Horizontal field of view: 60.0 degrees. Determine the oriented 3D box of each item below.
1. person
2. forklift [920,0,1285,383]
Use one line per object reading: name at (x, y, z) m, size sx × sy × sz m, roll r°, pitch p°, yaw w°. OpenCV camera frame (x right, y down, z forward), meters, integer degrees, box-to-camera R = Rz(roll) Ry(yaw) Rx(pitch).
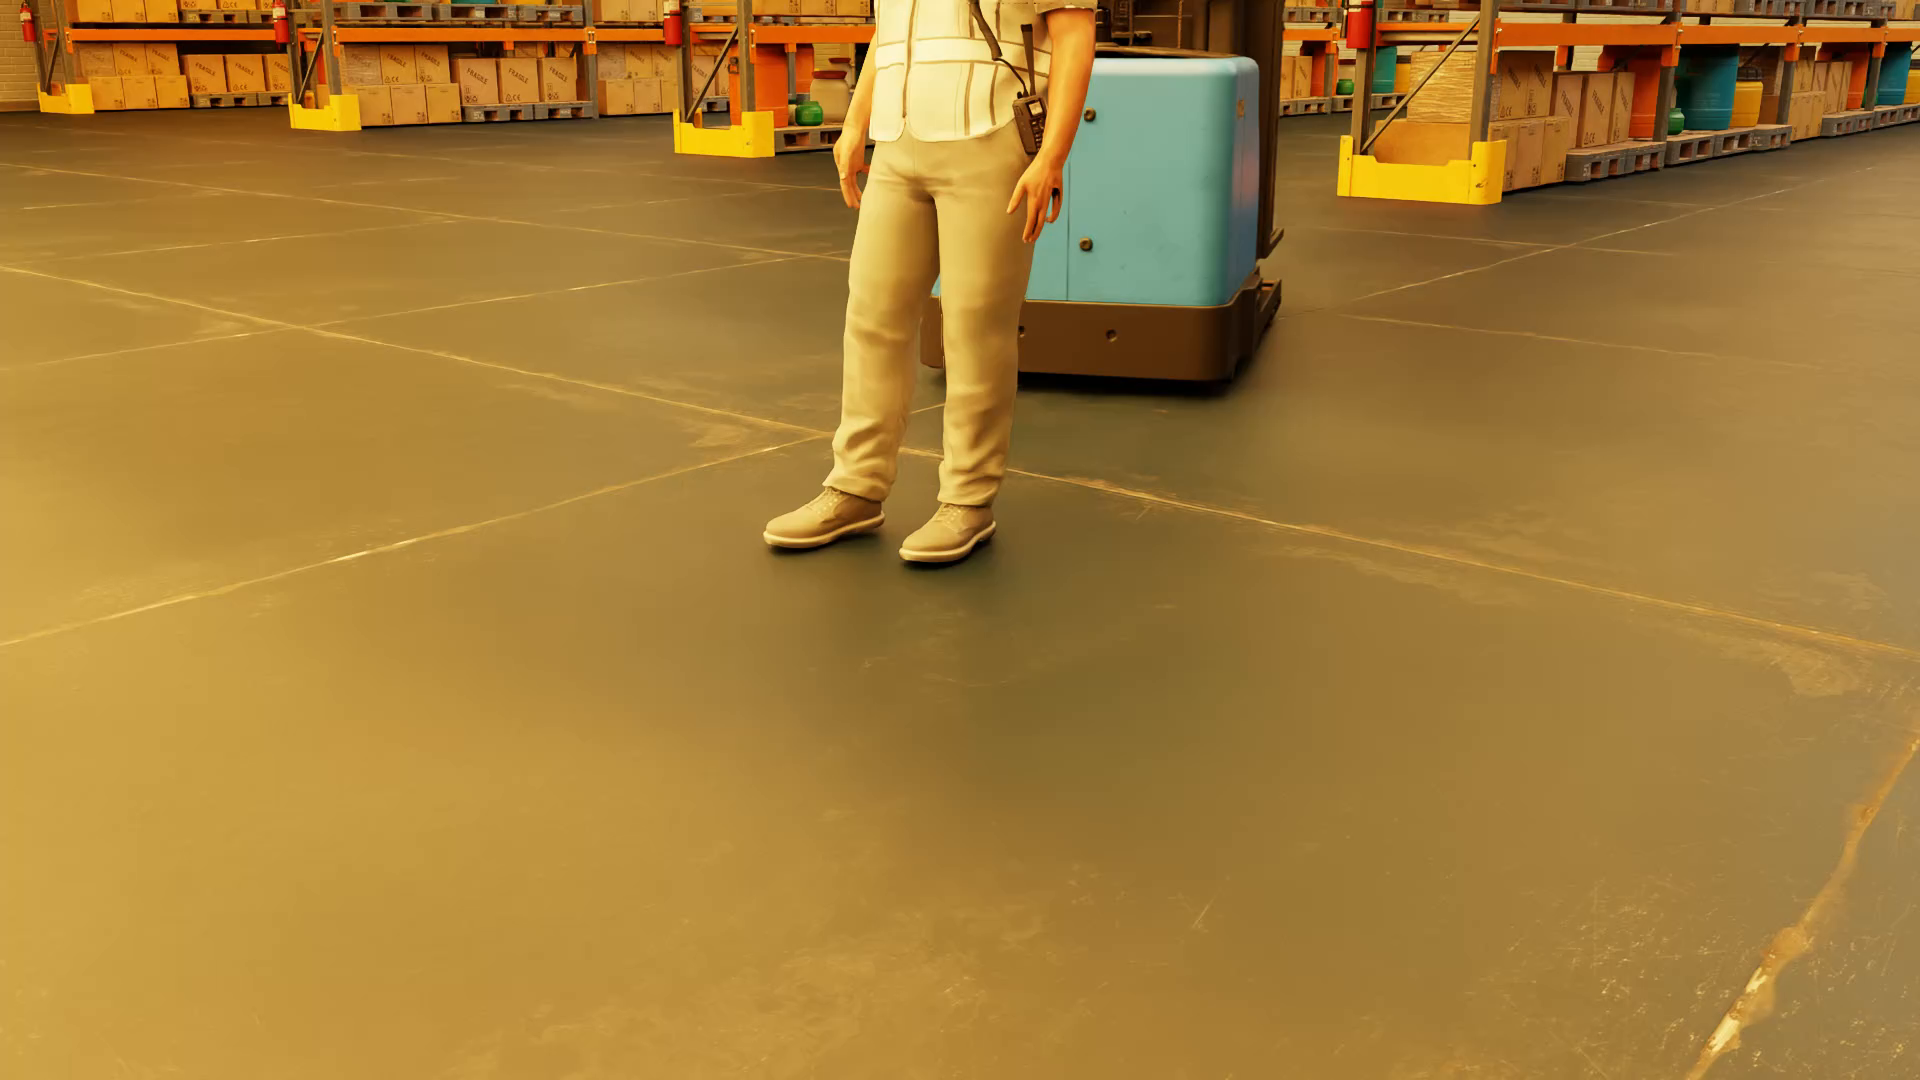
person at (-0.058, -0.845, 3.630) m, size 0.641 × 1.781 × 0.574 m, roll 13°, pitch 21°, yaw 37°
forklift at (0.739, -2.306, 6.490) m, size 1.130 × 2.935 × 3.031 m, roll 4°, pitch 17°, yaw 14°
